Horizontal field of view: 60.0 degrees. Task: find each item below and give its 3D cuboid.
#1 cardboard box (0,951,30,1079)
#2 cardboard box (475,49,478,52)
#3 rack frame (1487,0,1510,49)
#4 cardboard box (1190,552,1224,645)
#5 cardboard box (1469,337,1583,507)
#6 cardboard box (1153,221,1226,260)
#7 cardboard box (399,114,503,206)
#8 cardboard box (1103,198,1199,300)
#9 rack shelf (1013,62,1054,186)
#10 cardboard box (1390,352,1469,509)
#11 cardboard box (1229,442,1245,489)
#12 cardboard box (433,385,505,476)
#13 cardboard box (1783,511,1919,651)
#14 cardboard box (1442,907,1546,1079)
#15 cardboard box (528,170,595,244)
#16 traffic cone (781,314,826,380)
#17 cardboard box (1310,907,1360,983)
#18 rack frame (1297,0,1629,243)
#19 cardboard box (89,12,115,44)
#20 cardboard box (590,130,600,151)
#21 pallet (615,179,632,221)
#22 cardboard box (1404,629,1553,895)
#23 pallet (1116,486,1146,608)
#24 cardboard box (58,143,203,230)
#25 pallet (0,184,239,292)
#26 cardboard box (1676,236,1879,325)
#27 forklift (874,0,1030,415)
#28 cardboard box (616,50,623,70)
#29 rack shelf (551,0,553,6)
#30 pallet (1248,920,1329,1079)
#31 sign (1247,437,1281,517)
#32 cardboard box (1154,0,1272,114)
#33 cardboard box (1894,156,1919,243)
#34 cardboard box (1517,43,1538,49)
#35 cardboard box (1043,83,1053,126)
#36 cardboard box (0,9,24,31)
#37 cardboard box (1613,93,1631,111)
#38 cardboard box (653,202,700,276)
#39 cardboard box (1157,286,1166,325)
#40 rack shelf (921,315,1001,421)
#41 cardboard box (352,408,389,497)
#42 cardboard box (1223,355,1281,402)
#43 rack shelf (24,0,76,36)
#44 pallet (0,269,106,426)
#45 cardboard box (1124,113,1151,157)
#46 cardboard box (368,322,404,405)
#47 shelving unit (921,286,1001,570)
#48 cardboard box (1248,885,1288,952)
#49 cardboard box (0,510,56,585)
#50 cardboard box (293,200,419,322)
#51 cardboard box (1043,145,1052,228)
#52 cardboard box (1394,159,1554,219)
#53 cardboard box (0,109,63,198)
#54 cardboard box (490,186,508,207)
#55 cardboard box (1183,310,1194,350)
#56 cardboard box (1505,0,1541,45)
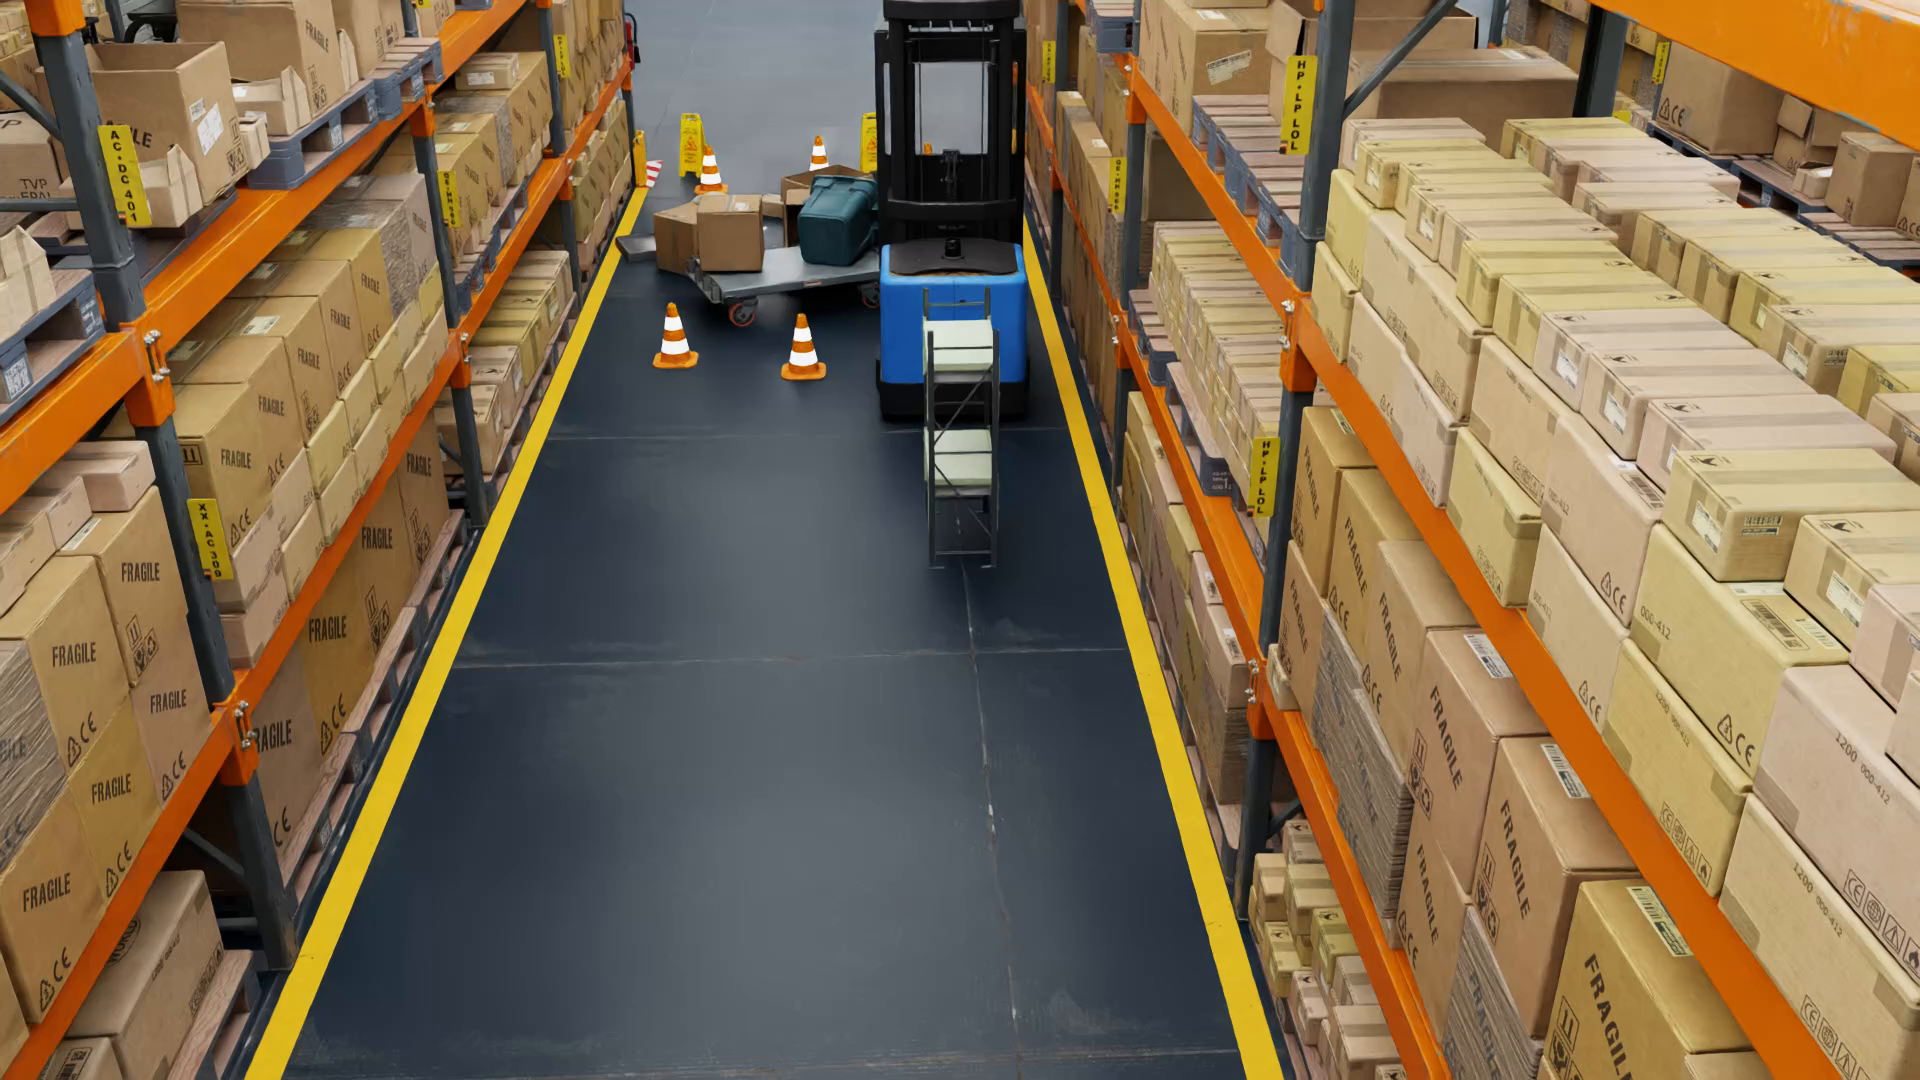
[{"bbox_3d":[-2.888,1.307,4.391,0.500,0.500,0.500,0,28,-1],"label":"cardboard box"},{"bbox_3d":[-3.976,-3.875,14.006,0.500,0.500,0.500,0,28,-1],"label":"cardboard box"},{"bbox_3d":[6.017,-5.349,17.261,1.000,3.000,0.127,-1,28,-3],"label":"rack frame"},{"bbox_3d":[1.381,0.280,7.907,0.500,0.250,0.500,0,28,0],"label":"cardboard box"},{"bbox_3d":[1.549,-0.284,3.930,0.500,0.250,0.500,-3,28,-5],"label":"cardboard box"},{"bbox_3d":[1.307,-1.700,9.439,0.380,0.149,0.250,-1,28,-3],"label":"cardboard box"},{"bbox_3d":[-3.322,-2.476,10.870,0.500,0.500,0.500,-1,28,-2],"label":"cardboard box"},{"bbox_3d":[1.185,-1.827,10.401,0.500,0.500,0.500,-1,28,-3],"label":"cardboard box"},{"bbox_3d":[1.163,-4.033,15.517,1.077,0.370,4.000,-1,28,-3],"label":"rack shelf"},{"bbox_3d":[1.489,-0.305,4.510,0.500,0.250,0.500,0,28,0],"label":"cardboard box"},{"bbox_3d":[1.429,-0.338,7.472,0.380,0.149,0.250,-3,28,-5],"label":"cardboard box"},{"bbox_3d":[-3.481,-0.697,10.730,0.950,0.372,0.625,-3,28,-6],"label":"cardboard box"},{"bbox_3d":[1.654,0.070,2.818,0.380,0.149,0.250,-2,28,-4],"label":"cardboard box"},{"bbox_3d":[1.556,1.264,4.153,0.500,0.500,0.500,-1,28,-2],"label":"cardboard box"},{"bbox_3d":[-3.431,-2.841,14.161,0.500,0.500,0.500,0,28,0],"label":"cardboard box"},{"bbox_3d":[-1.194,-1.489,12.604,0.336,0.463,0.334,-1,28,-3],"label":"traffic cone"},{"bbox_3d":[1.514,1.489,6.138,0.380,0.149,0.250,-2,28,-3],"label":"cardboard box"},{"bbox_3d":[1.685,-2.394,5.109,1.000,3.000,0.127,-1,28,-3],"label":"rack frame"},{"bbox_3d":[-8.548,-4.811,16.123,0.500,0.500,0.500,-2,28,-4],"label":"cardboard box"},{"bbox_3d":[-3.424,-3.549,14.818,0.380,0.149,0.250,0,28,0],"label":"cardboard box"},{"bbox_3d":[-3.868,-3.462,16.659,1.003,0.211,1.213,-1,28,-3],"label":"pallet"},{"bbox_3d":[1.529,0.570,4.402,0.500,0.500,0.500,-2,28,-4],"label":"cardboard box"},{"bbox_3d":[1.516,0.016,9.991,1.003,0.211,1.213,-1,28,-3],"label":"pallet"},{"bbox_3d":[-2.929,-1.264,5.877,0.396,0.266,0.258,-2,28,-3],"label":"cardboard box"},{"bbox_3d":[-3.350,-1.235,6.337,0.805,0.209,1.217,-2,28,-5],"label":"pallet"},{"bbox_3d":[2.068,-0.661,4.221,0.380,0.149,0.250,-2,28,-3],"label":"cardboard box"},{"bbox_3d":[-0.074,-2.824,12.496,1.130,2.935,3.031,-1,28,-1],"label":"forklift"},{"bbox_3d":[-3.522,-4.716,16.320,0.380,0.149,0.250,-2,28,-3],"label":"cardboard box"},{"bbox_3d":[-3.775,-5.197,14.504,1.077,0.370,4.000,-1,28,-3],"label":"rack shelf"},{"bbox_3d":[1.756,1.812,6.548,1.003,0.211,1.213,-1,28,-3],"label":"pallet"},{"bbox_3d":[1.131,-0.232,6.199,0.100,0.325,0.005,-1,28,-3],"label":"sign"},{"bbox_3d":[1.274,-2.455,8.361,0.500,0.500,0.500,-1,28,-3],"label":"cardboard box"},{"bbox_3d":[6.367,-2.133,10.534,0.500,0.500,0.500,-5,28,-9],"label":"cardboard box"},{"bbox_3d":[5.786,-4.868,16.612,0.380,0.149,0.250,-1,28,-3],"label":"cardboard box"},{"bbox_3d":[1.185,-3.918,14.357,0.875,0.550,0.550,-1,28,-3],"label":"cardboard box"},{"bbox_3d":[-8.521,-4.583,14.662,0.380,0.149,0.250,-1,28,-2],"label":"cardboard box"},{"bbox_3d":[5.840,-3.828,14.617,0.380,0.149,0.250,-1,28,-3],"label":"cardboard box"},{"bbox_3d":[-2.367,-2.683,14.850,0.500,0.500,0.500,19,33,32],"label":"cardboard box"},{"bbox_3d":[1.312,-1.320,9.356,0.380,0.149,0.250,0,28,0],"label":"cardboard box"},{"bbox_3d":[0.000,-1.014,9.729,0.431,0.370,0.720,-1,28,-3],"label":"rack shelf"},{"bbox_3d":[-3.068,-0.418,7.970,0.500,0.250,0.500,-2,28,-3],"label":"cardboard box"},{"bbox_3d":[1.420,-0.731,7.583,0.380,0.149,0.250,-2,28,-4],"label":"cardboard box"},{"bbox_3d":[-3.148,-0.808,3.278,1.077,0.370,4.000,-1,28,-3],"label":"rack shelf"},{"bbox_3d":[-3.220,-0.480,4.779,1.003,0.211,1.213,-1,28,-3],"label":"pallet"},{"bbox_3d":[1.435,-2.510,10.629,0.700,0.500,0.500,-2,28,-3],"label":"cardboard box"},{"bbox_3d":[-3.105,-0.880,8.315,0.500,0.250,0.500,-2,28,-4],"label":"cardboard box"},{"bbox_3d":[0.000,-0.668,9.909,0.431,1.500,0.755,-1,28,-3],"label":"shelving unit"},{"bbox_3d":[1.384,1.520,6.721,0.380,0.149,0.250,-3,28,-5],"label":"cardboard box"},{"bbox_3d":[-3.010,0.031,5.055,0.380,0.149,0.250,-1,28,-3],"label":"cardboard box"},{"bbox_3d":[-3.138,-1.433,8.565,0.500,0.500,0.500,-1,28,-2],"label":"cardboard box"},{"bbox_3d":[1.254,-3.381,15.332,0.875,0.875,0.875,-1,28,-2],"label":"cardboard box"},{"bbox_3d":[1.509,-1.015,4.898,0.380,0.149,0.250,-2,28,-3],"label":"cardboard box"},{"bbox_3d":[-3.508,-1.446,6.178,0.500,0.311,0.500,-1,28,-3],"label":"cardboard box"},{"bbox_3d":[-3.329,-2.392,11.410,0.380,0.149,0.250,-1,28,-1],"label":"cardboard box"},{"bbox_3d":[1.360,-1.080,8.572,0.380,0.149,0.250,-1,28,-3],"label":"cardboard box"},{"bbox_3d":[6.019,-5.270,16.681,0.875,0.500,0.500,-1,28,-3],"label":"cardboard box"}]
